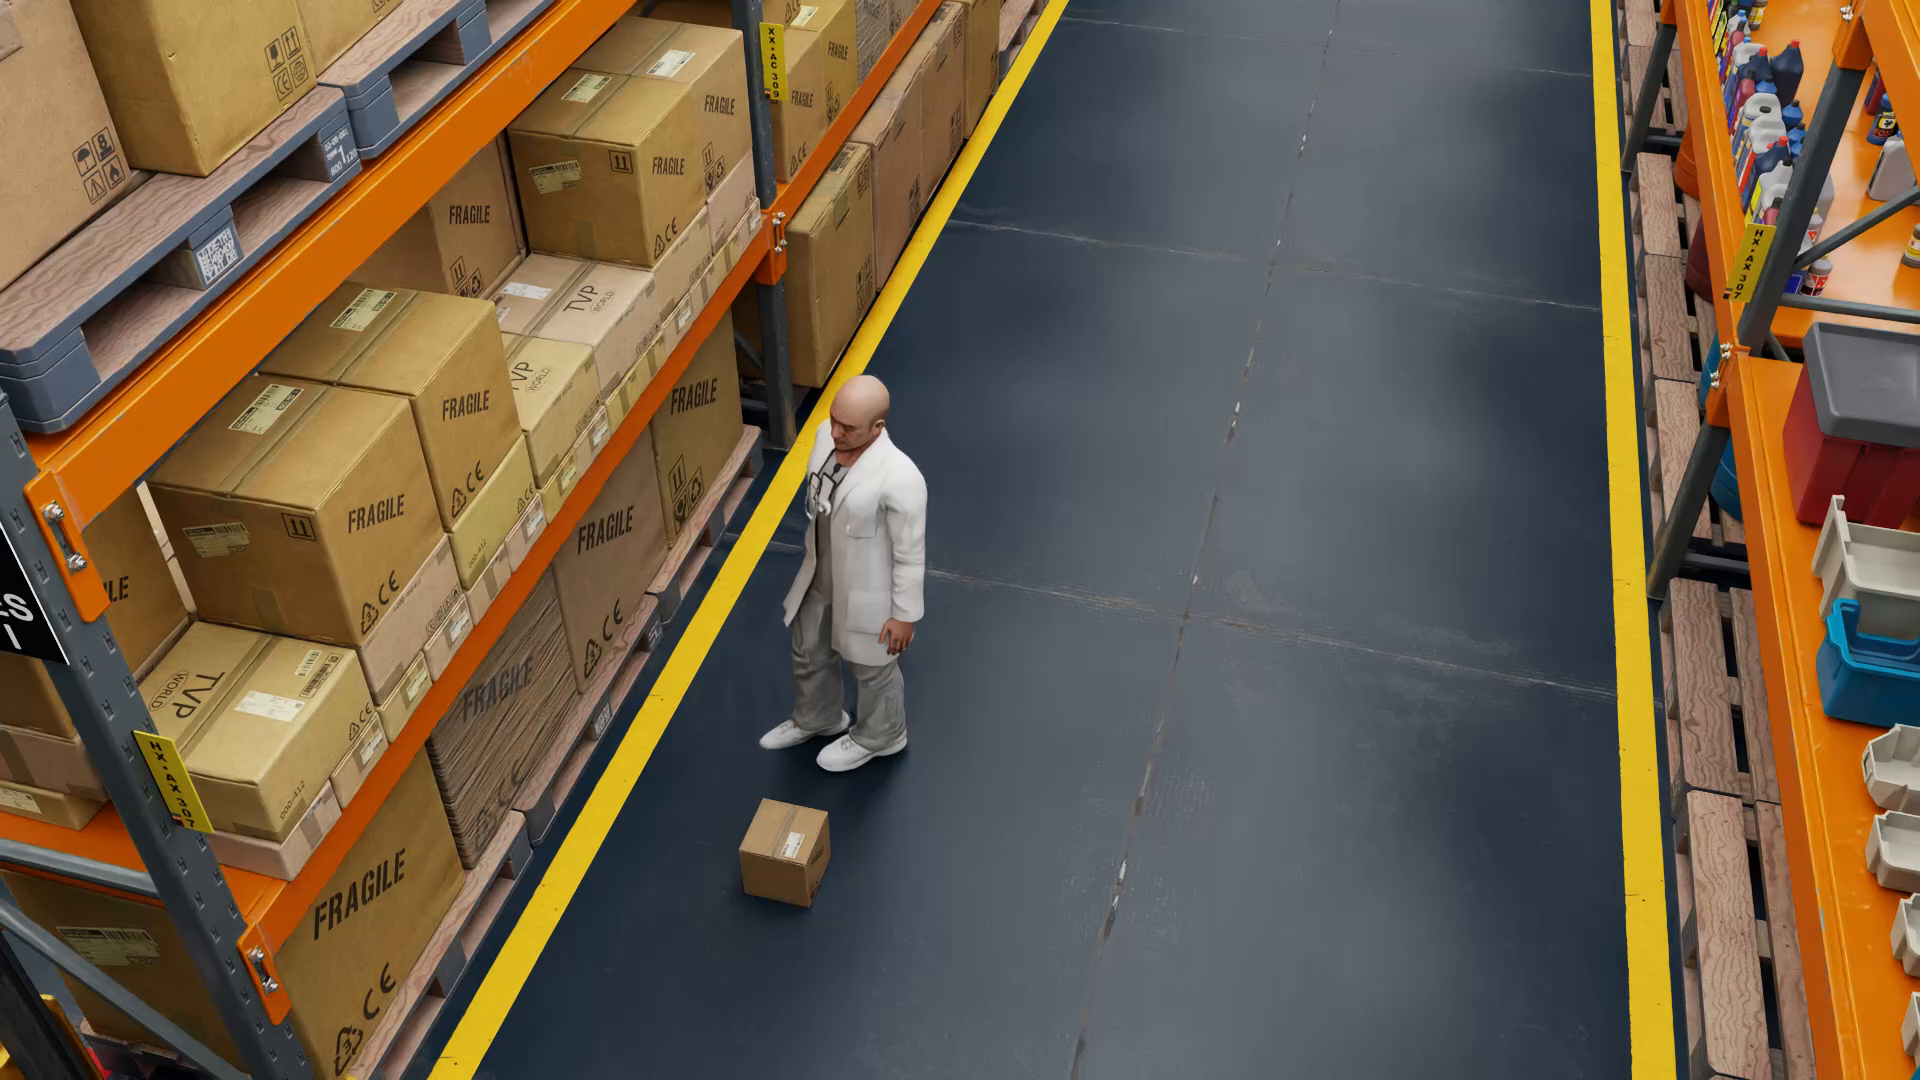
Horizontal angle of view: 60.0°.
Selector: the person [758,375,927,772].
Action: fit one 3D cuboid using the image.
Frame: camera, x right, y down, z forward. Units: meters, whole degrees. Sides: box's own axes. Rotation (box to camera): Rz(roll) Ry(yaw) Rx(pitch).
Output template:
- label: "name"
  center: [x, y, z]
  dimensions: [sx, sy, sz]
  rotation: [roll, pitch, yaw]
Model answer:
- label: "person"
  center: [-0.431, 0.191, 5.962]
  dimensions: [0.481, 1.820, 0.636]
  rotation: [-28, 48, -29]
